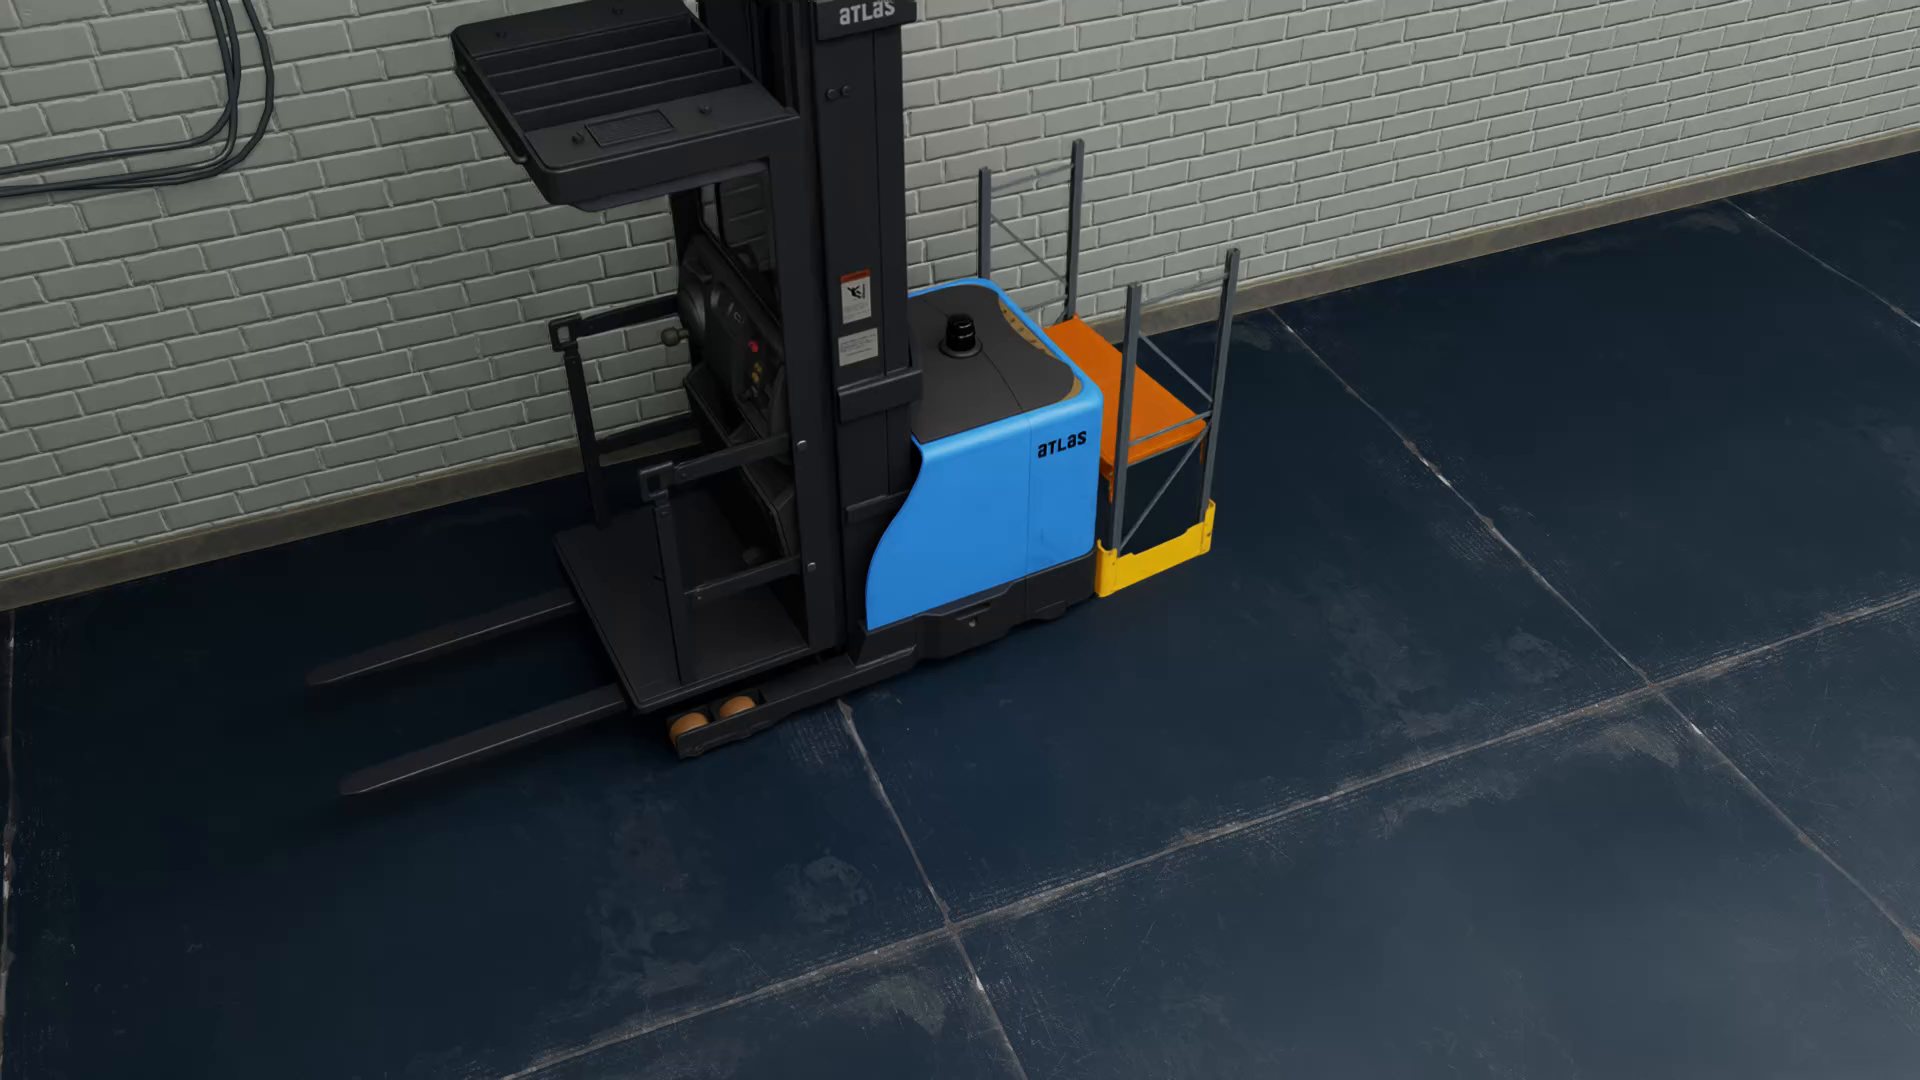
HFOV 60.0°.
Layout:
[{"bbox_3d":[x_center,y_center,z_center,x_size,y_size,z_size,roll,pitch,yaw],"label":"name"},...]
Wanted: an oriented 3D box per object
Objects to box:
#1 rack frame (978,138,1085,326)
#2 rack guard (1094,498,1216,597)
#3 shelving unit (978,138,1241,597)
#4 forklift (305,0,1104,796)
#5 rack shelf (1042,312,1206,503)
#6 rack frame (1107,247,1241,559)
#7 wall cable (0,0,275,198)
[{"bbox_3d":[0.295,-1.001,7.264,0.500,1.500,0.032,-22,45,-23],"label":"rack frame"},{"bbox_3d":[0.818,0.026,7.028,0.587,0.250,0.087,-22,45,-23],"label":"rack guard"},{"bbox_3d":[0.557,-0.724,6.942,0.587,1.500,1.083,-22,45,-23],"label":"shelving unit"},{"bbox_3d":[-0.990,-0.687,5.801,3.031,2.935,1.130,-19,44,-20],"label":"forklift"},{"bbox_3d":[0.562,-0.583,7.053,0.538,0.185,1.000,-22,45,-23],"label":"rack shelf"},{"bbox_3d":[0.829,-0.437,6.608,0.500,1.500,0.032,-22,45,-23],"label":"rack frame"},{"bbox_3d":[-3.900,-1.949,4.997,3.097,2.526,0.112,-15,43,-17],"label":"wall cable"}]
